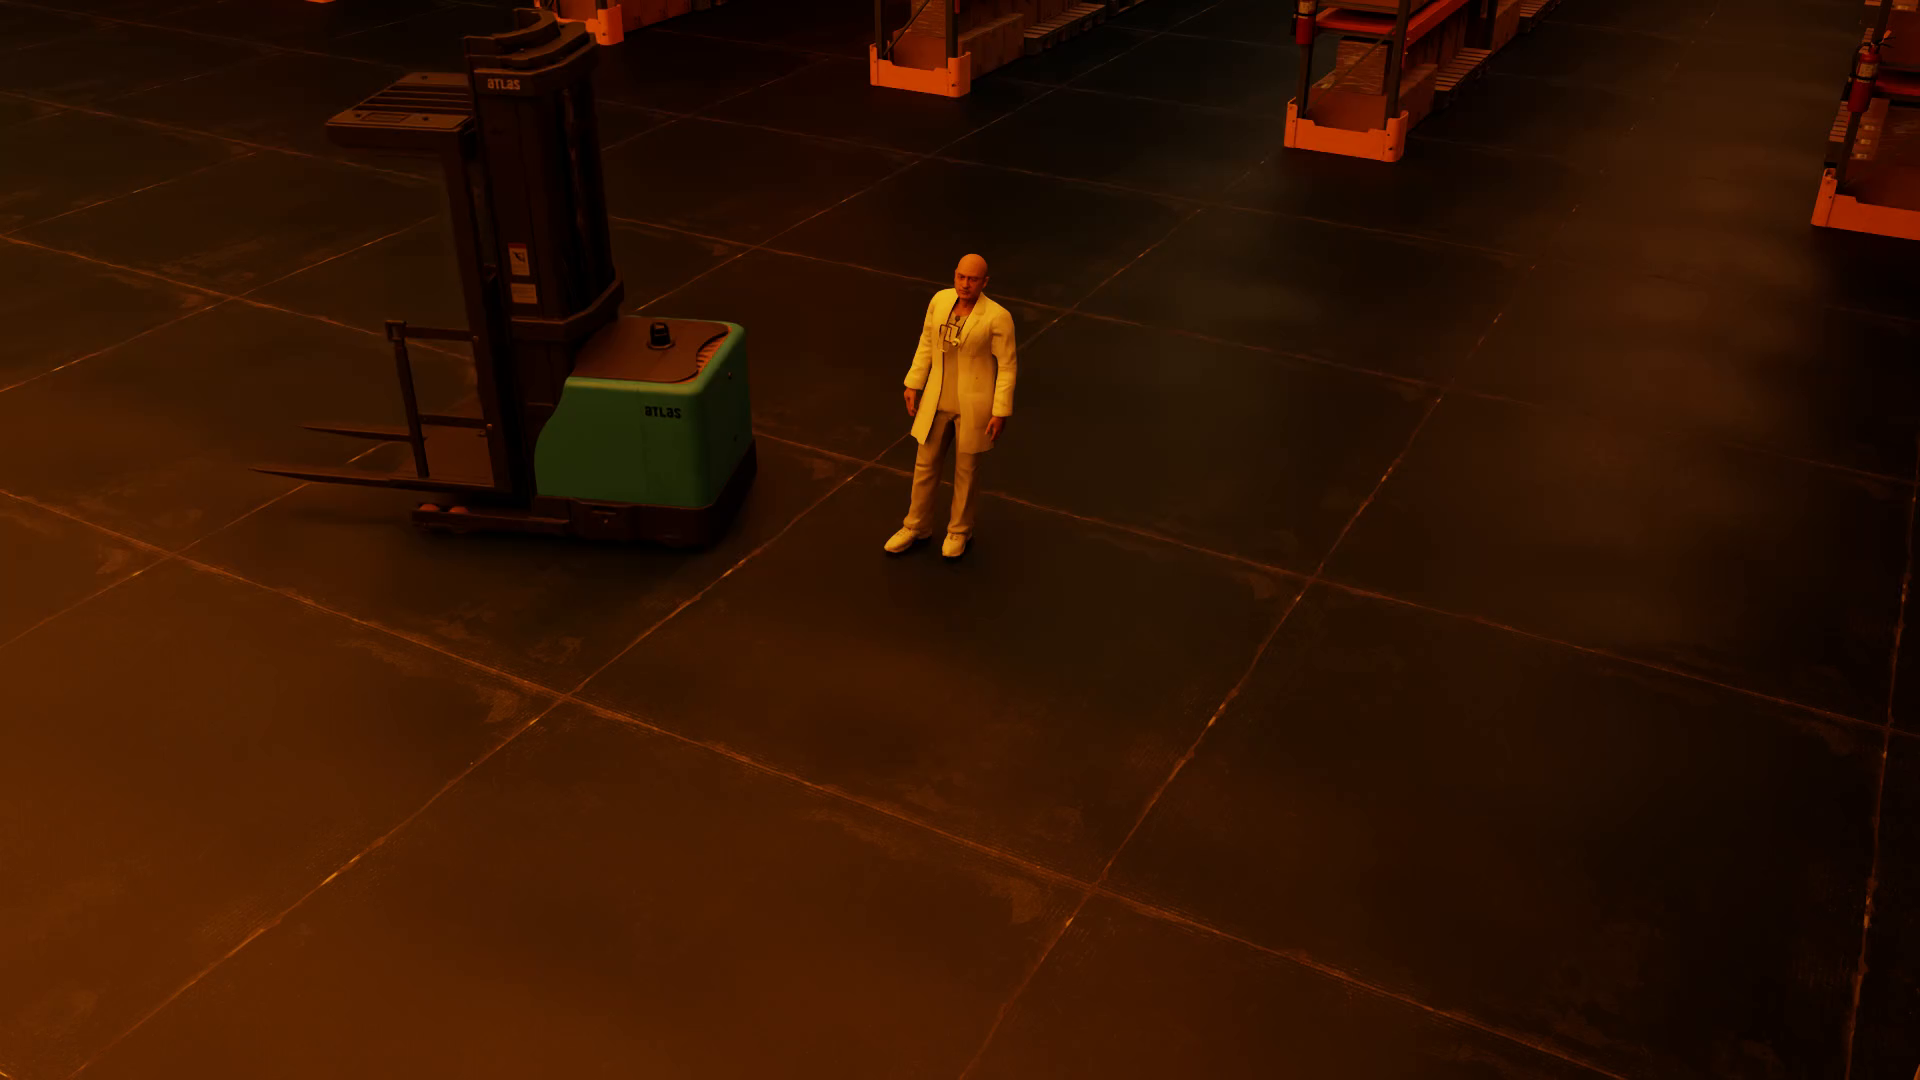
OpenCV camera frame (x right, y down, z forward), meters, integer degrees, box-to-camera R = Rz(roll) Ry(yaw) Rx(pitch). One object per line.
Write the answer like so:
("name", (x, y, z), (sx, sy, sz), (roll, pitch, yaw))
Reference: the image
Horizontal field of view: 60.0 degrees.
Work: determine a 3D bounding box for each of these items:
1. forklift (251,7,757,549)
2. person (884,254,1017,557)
("forklift", (-2.860, -1.557, 9.769), (3.031, 2.935, 1.130), (5, 30, 8))
("person", (-0.048, -0.737, 9.487), (0.698, 1.777, 0.578), (15, 33, 25))
